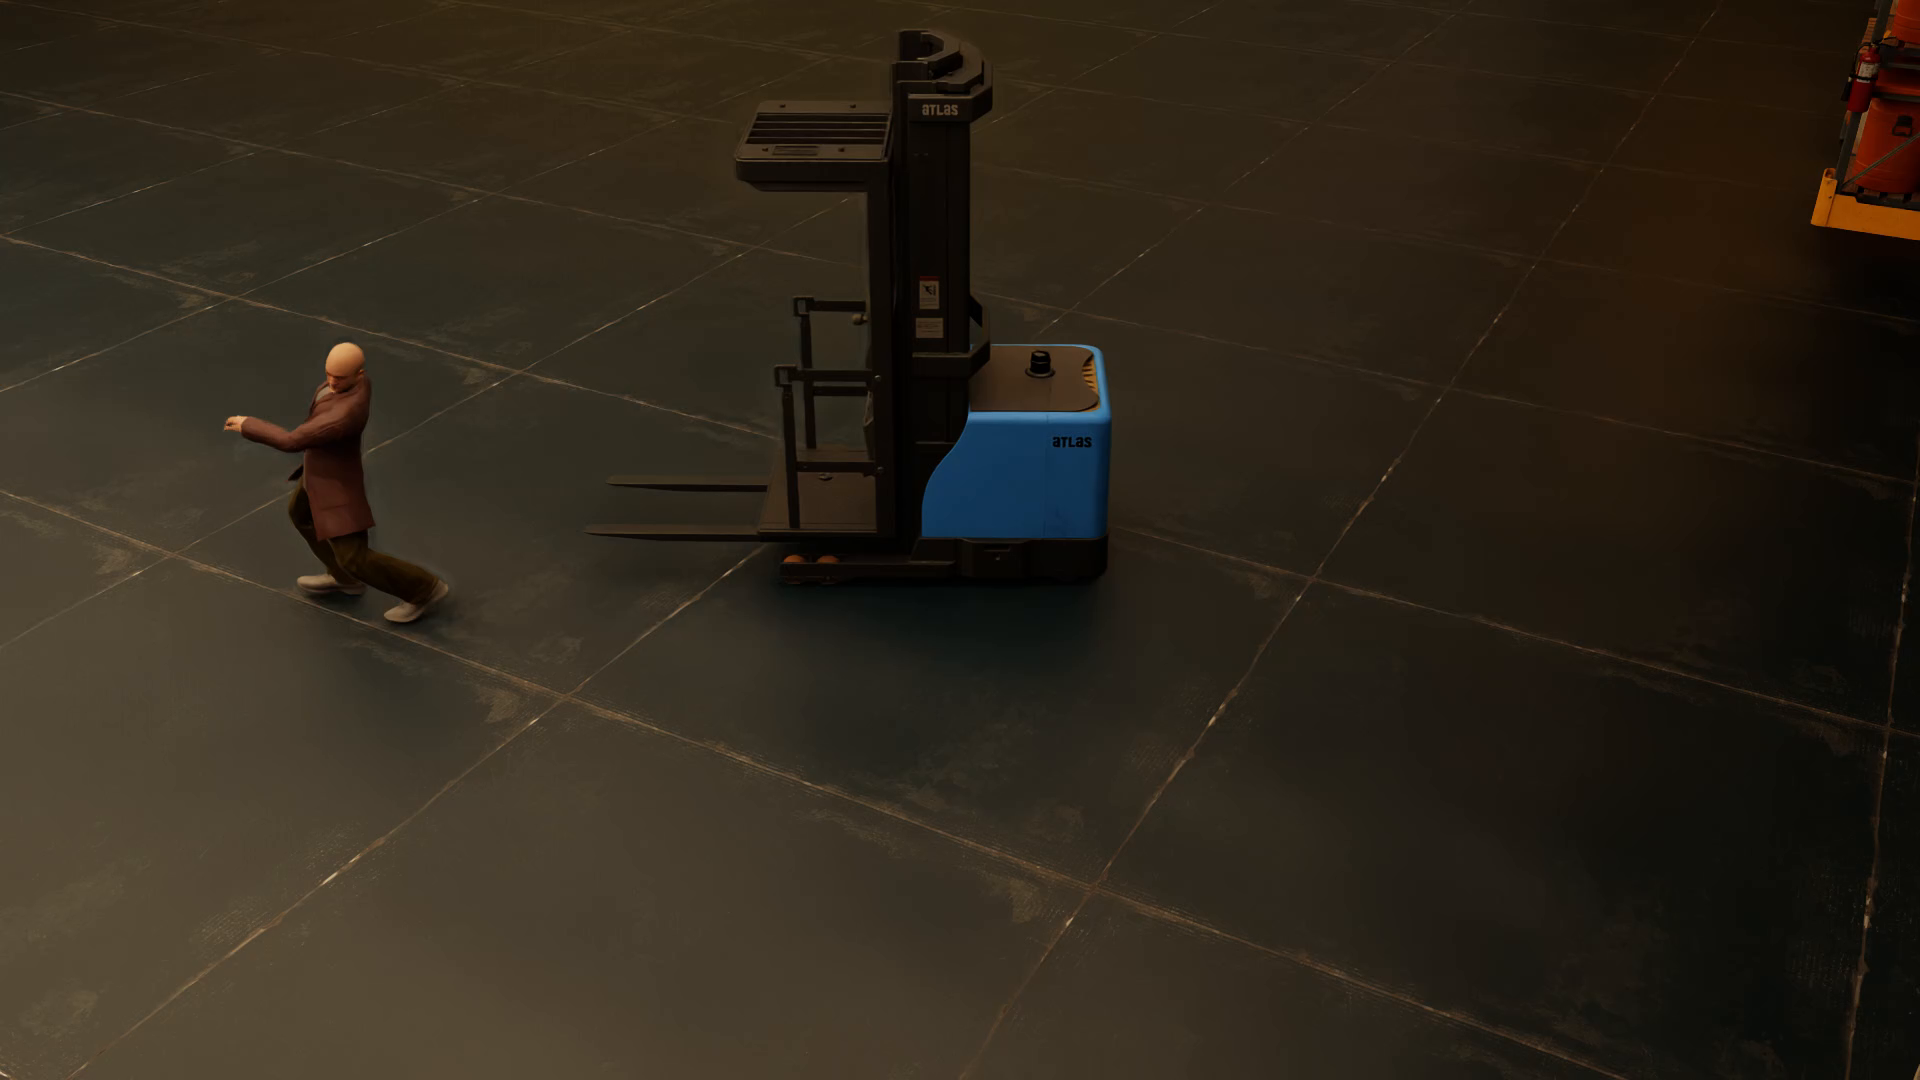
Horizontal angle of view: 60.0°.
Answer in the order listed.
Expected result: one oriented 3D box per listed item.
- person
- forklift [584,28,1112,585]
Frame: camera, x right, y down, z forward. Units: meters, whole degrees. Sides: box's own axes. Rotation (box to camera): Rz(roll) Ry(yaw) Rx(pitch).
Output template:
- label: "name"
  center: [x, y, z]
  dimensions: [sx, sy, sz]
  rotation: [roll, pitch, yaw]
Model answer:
- label: "person"
  center: [-3.414, -0.362, 9.012]
  dimensions: [0.932, 1.609, 0.884]
  rotation: [-14, 33, -23]
- label: "forklift"
  center: [-0.660, -1.275, 9.280]
  dimensions: [3.031, 2.935, 1.130]
  rotation: [0, 30, 1]
